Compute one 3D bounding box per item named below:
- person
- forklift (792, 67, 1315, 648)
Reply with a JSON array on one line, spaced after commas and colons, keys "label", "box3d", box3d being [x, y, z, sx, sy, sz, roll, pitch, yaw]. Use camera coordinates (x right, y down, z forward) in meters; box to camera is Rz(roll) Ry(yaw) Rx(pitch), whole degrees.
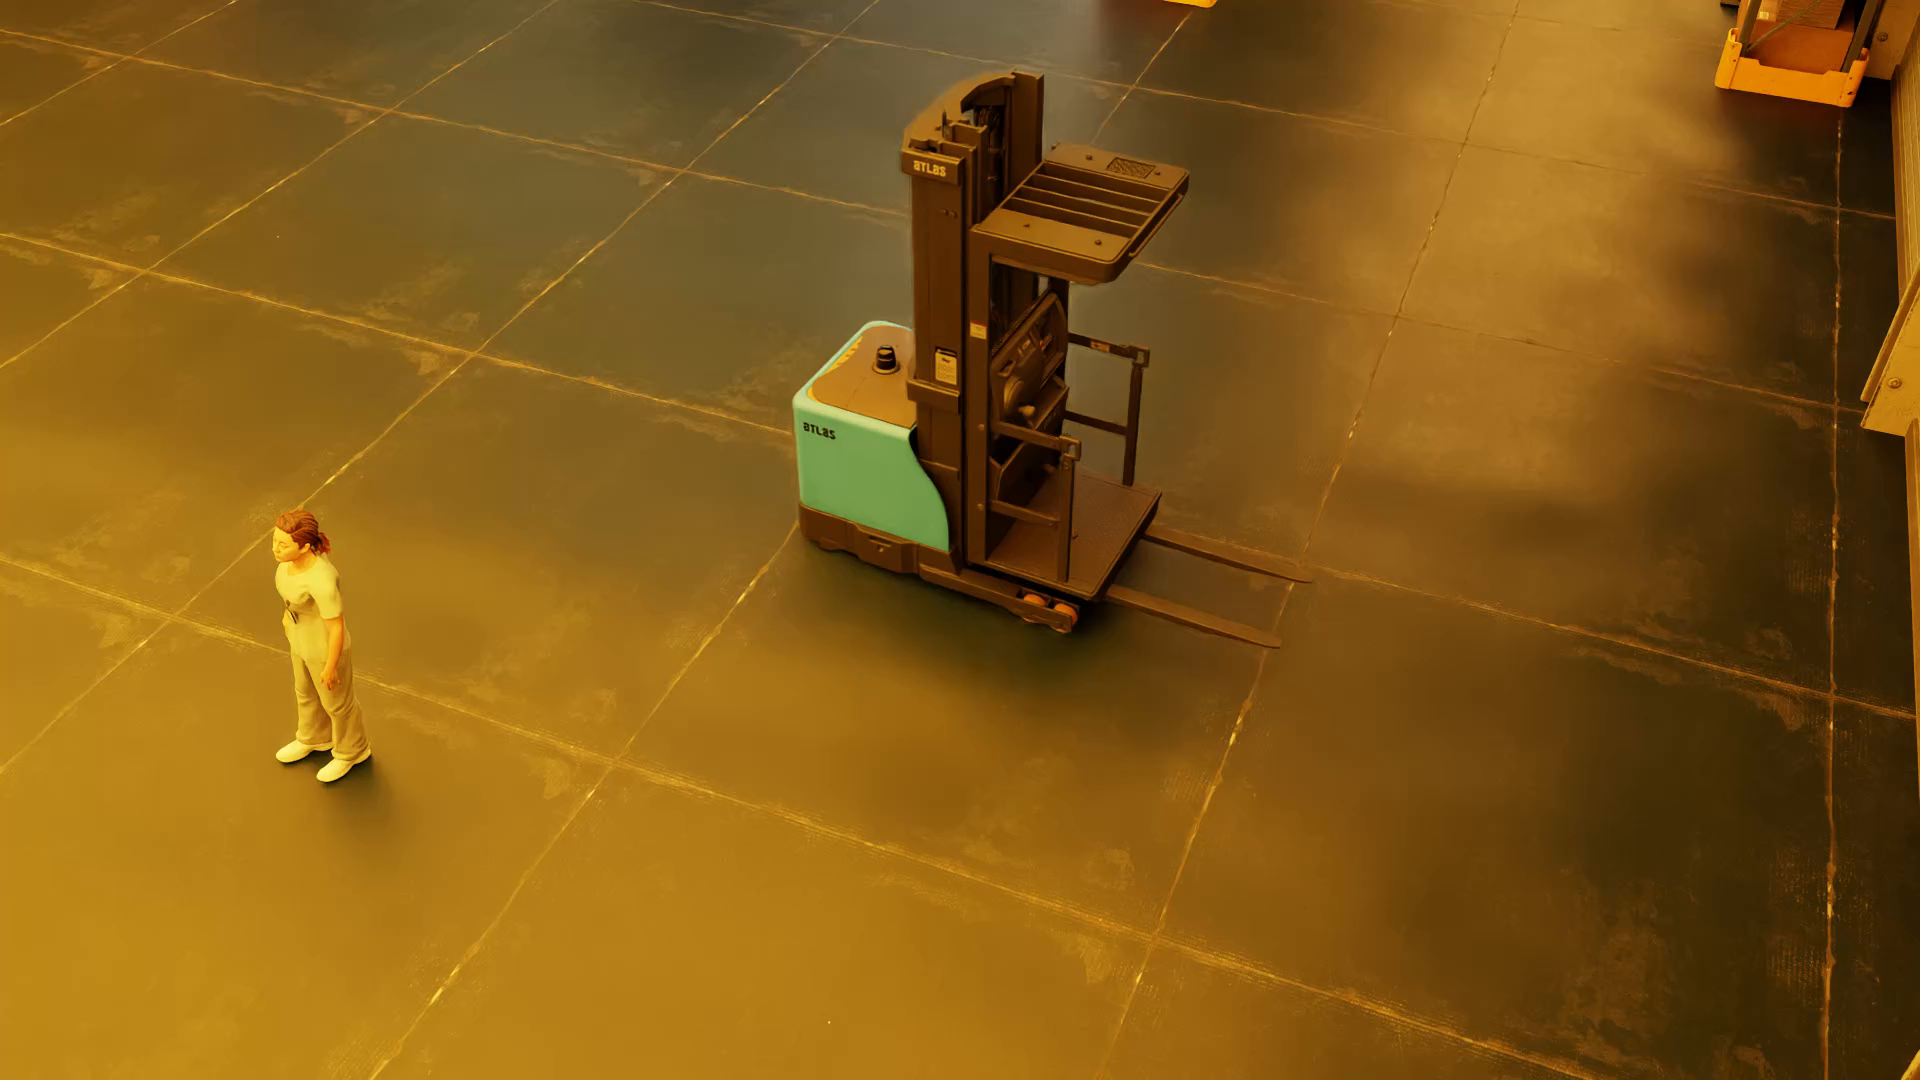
[{"label": "person", "box3d": [-3.273, 0.546, 8.320, 0.548, 1.673, 0.550, -28, 47, -29]}, {"label": "forklift", "box3d": [0.565, -0.978, 9.175, 3.031, 2.935, 1.130, 18, 43, 20]}]
